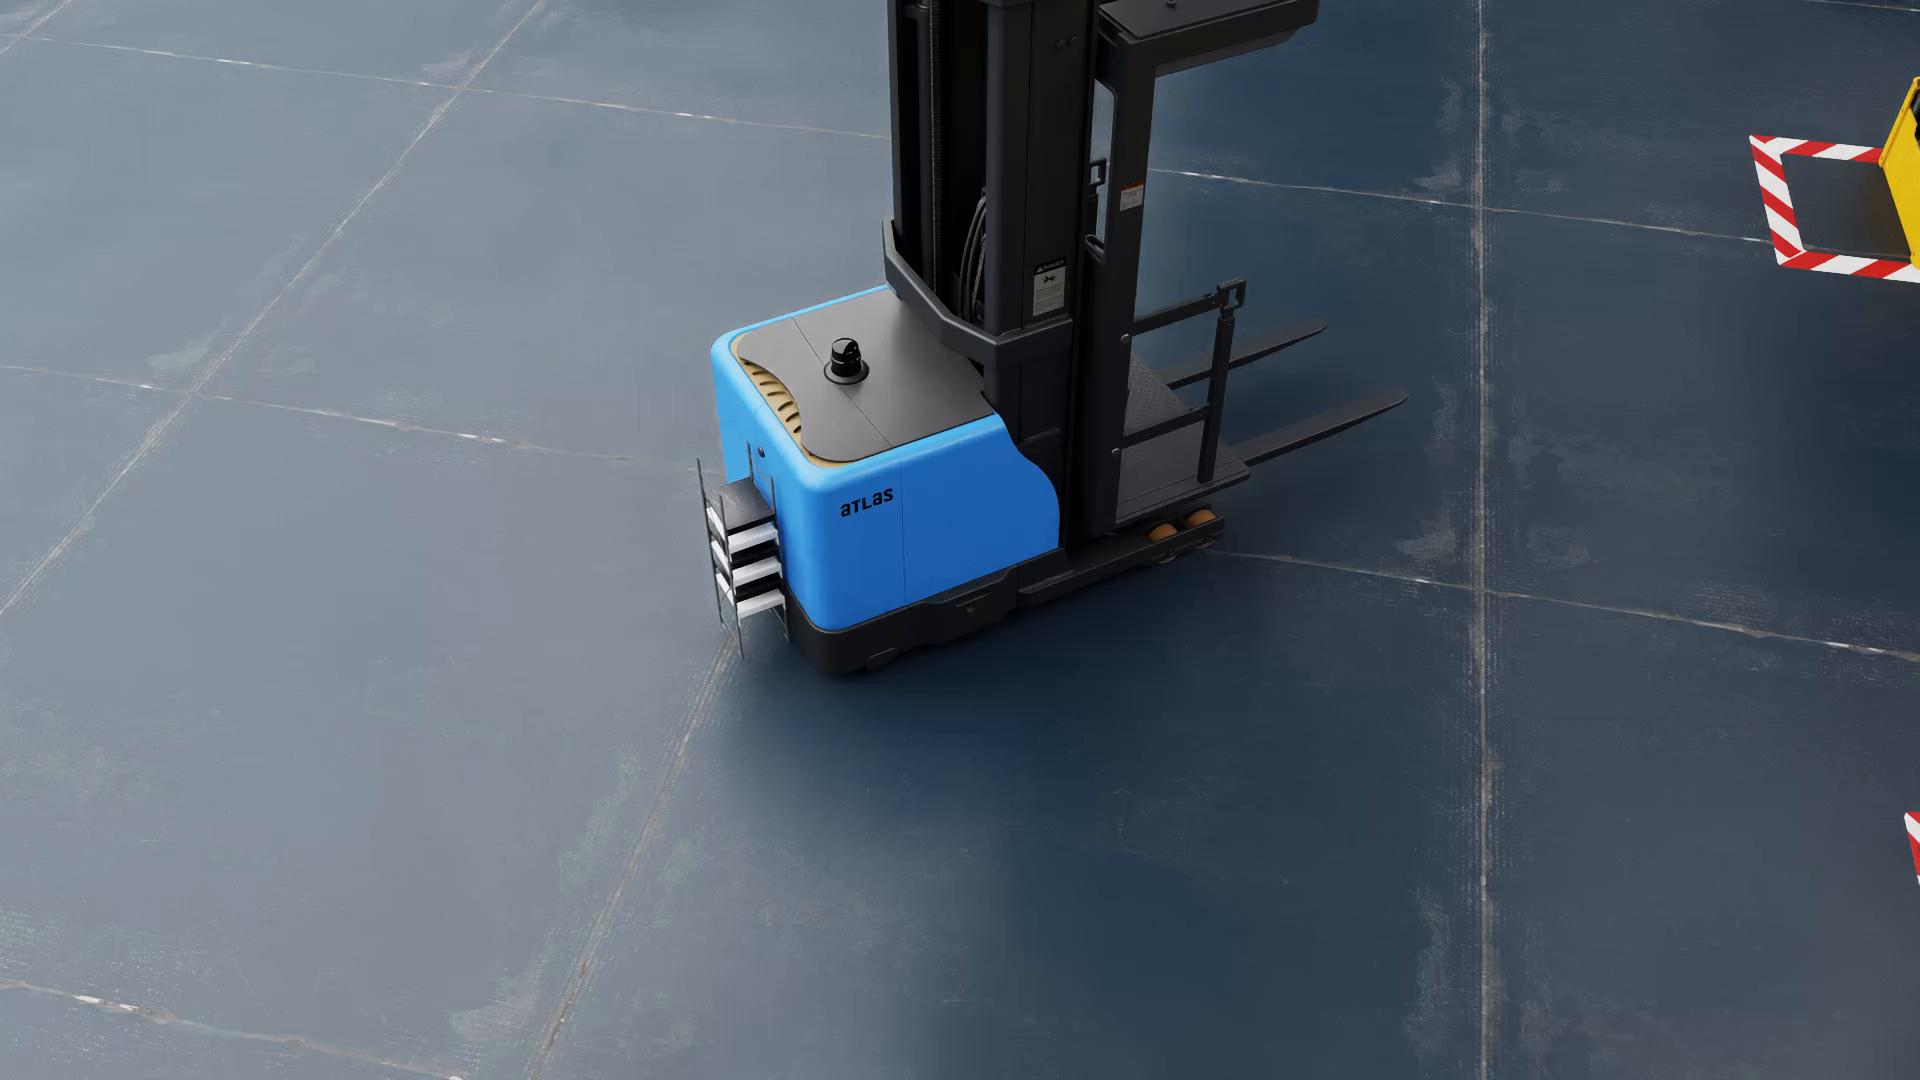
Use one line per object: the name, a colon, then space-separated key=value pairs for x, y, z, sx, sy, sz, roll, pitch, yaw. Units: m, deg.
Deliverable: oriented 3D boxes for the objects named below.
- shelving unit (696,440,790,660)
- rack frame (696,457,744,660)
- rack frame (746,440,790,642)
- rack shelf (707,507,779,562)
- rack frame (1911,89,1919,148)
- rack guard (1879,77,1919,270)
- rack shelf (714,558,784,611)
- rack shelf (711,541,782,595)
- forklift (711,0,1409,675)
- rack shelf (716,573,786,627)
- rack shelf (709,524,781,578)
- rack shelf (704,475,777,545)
shelving unit: x=-0.841 y=0.053 z=6.506 sx=0.210 sy=0.900 sz=0.258 roll=-20 pitch=47 yaw=-20
rack frame: x=-0.931 y=0.087 z=6.471 sx=0.006 sy=0.900 sz=0.240 roll=-20 pitch=47 yaw=-20
rack frame: x=-0.752 y=0.020 z=6.540 sx=0.006 sy=0.900 sz=0.240 roll=-20 pitch=47 yaw=-20
rack shelf: x=-0.841 y=-0.052 z=6.404 sx=0.200 sy=0.077 sz=0.258 roll=-20 pitch=47 yaw=-20
rack frame: x=5.197 y=-2.863 z=8.022 sx=0.127 sy=3.000 sz=1.000 roll=9 pitch=45 yaw=9
rack guard: x=5.271 y=-1.951 z=8.877 sx=0.348 sy=0.500 sz=1.175 roll=9 pitch=45 yaw=9
rack shelf: x=-0.841 y=0.142 z=6.591 sx=0.200 sy=0.077 sz=0.258 roll=-20 pitch=47 yaw=-20
rack shelf: x=-0.841 y=0.077 z=6.529 sx=0.200 sy=0.077 sz=0.258 roll=-20 pitch=47 yaw=-20
forklift: x=0.556 y=-1.262 z=6.407 sx=3.031 sy=2.935 sz=1.130 roll=-20 pitch=47 yaw=-20
rack shelf: x=-0.841 y=0.207 z=6.654 sx=0.200 sy=0.077 sz=0.258 roll=-20 pitch=47 yaw=-20
rack shelf: x=-0.841 y=0.013 z=6.466 sx=0.200 sy=0.077 sz=0.258 roll=-20 pitch=47 yaw=-20
rack shelf: x=-0.841 y=-0.117 z=6.342 sx=0.200 sy=0.077 sz=0.258 roll=-20 pitch=47 yaw=-20
